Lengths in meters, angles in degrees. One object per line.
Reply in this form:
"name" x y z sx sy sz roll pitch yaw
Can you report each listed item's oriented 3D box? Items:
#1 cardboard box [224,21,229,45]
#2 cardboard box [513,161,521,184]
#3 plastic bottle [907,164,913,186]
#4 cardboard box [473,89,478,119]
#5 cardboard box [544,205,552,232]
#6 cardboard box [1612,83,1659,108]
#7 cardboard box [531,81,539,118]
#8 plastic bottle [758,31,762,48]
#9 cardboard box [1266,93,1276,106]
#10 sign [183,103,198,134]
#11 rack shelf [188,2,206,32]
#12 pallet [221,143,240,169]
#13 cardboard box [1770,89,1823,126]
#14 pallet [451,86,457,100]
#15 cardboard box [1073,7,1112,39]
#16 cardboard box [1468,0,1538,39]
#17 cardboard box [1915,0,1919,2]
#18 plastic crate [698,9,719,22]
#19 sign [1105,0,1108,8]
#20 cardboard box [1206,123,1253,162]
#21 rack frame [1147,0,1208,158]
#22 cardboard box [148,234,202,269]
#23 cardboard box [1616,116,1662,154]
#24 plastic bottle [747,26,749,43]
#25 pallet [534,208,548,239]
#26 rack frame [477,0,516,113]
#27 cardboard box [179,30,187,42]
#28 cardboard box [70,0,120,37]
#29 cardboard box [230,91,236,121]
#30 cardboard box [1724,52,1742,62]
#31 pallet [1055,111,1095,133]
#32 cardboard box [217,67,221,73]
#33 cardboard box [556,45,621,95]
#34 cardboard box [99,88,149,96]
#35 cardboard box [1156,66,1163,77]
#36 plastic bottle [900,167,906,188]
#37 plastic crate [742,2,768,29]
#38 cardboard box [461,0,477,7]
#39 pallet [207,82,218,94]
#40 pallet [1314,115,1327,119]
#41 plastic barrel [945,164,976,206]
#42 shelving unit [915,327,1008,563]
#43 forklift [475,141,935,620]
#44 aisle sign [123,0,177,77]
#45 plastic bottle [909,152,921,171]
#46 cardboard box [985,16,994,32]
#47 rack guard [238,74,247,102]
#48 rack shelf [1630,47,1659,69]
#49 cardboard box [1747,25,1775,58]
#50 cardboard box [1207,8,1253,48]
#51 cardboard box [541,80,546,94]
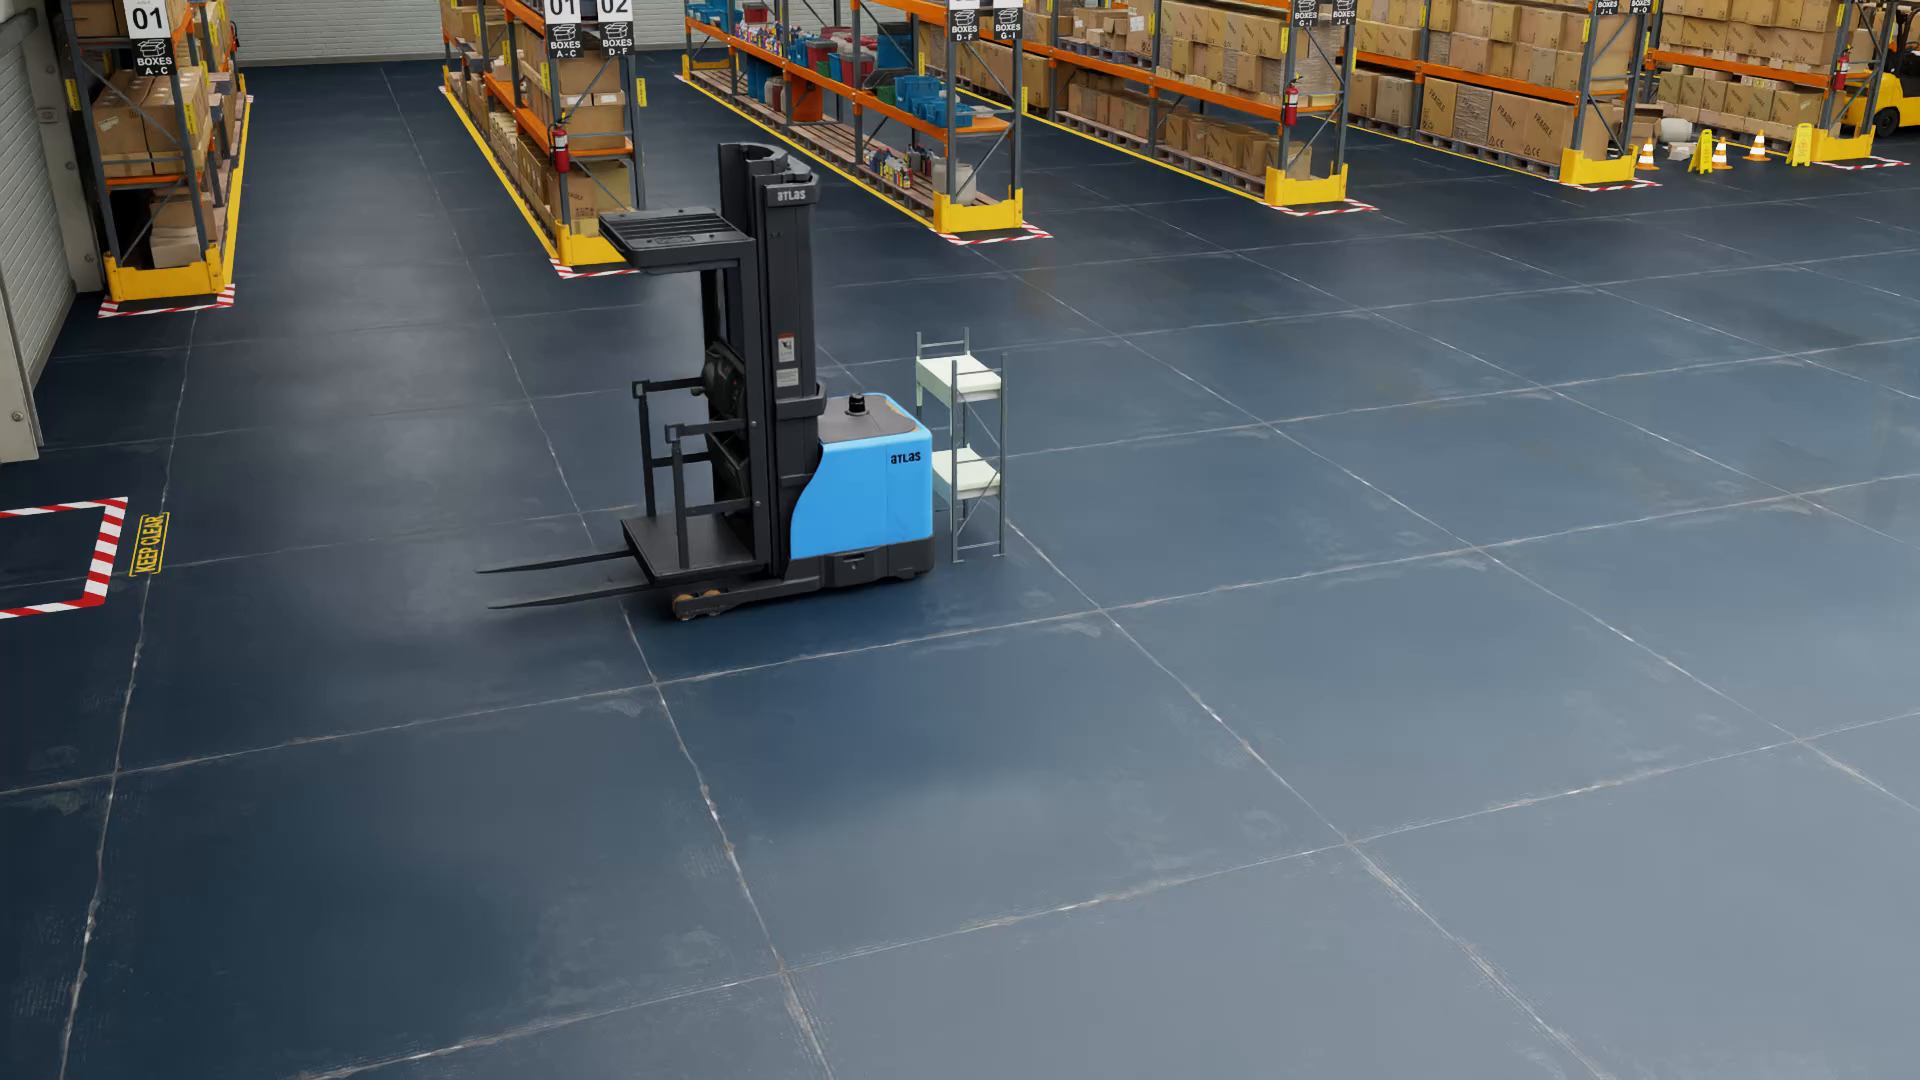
"cardboard box" -13.893 -9.380 30.257 0.980 0.700 0.700 -10 25 -22
"cardboard box" -6.156 -5.325 24.022 0.500 0.250 0.500 -9 24 -20
"plastic bottle" -0.713 -5.181 23.611 0.061 0.283 0.133 -8 24 -19
"cardboard box" -8.253 -7.661 29.217 0.500 0.500 0.500 -8 24 -18
"cardboard box" -4.979 -4.095 21.104 0.500 0.250 0.500 -8 24 -19
"cardboard box" 12.614 -8.178 30.634 0.950 0.372 0.625 -8 24 -18
"cardboard box" -5.383 -5.983 22.454 0.700 0.500 0.500 -9 24 -20
"plastic bottle" -3.574 -8.985 29.856 0.061 0.283 0.133 -8 24 -19
"cardboard box" 4.562 -6.243 23.523 0.380 0.149 0.250 -8 24 -19
"sign" -8.451 -4.627 18.251 0.100 0.325 0.005 -8 24 -19
"rack shelf" -11.078 -7.384 22.972 1.077 0.370 4.000 -8 24 -19
"pallet" -11.993 -6.072 26.385 1.003 0.211 1.213 -8 24 -19
"cardboard box" 13.688 -7.079 27.218 0.500 0.500 0.500 -8 24 -19
"pallet" -9.668 -9.046 33.440 1.003 0.211 1.213 -8 24 -19
"cardboard box" 2.346 -9.148 29.423 0.500 0.500 0.500 -12 25 -25
"cardboard box" 8.670 -8.318 26.541 0.875 0.550 0.550 -8 24 -19
"cardboard box" 17.549 -9.732 30.130 0.380 0.149 0.250 -8 24 -18
"plastic crate" -5.098 -10.663 33.826 0.416 0.233 0.300 -8 24 -19
"sign" 2.622 -9.674 29.952 0.100 0.325 0.005 -8 24 -19
"cardboard box" 4.137 -6.115 25.573 0.500 0.500 0.500 -11 25 -24
"rack frame" 3.530 -7.646 26.528 1.000 3.000 0.127 -8 24 -19
"cardboard box" -9.119 -3.381 19.305 0.500 0.311 0.500 -11 25 -25
"cardboard box" 11.226 -6.692 27.481 0.637 0.503 0.797 12 26 27
"plastic bottle" -3.885 -9.305 30.614 0.061 0.283 0.133 -8 24 -19
"pallet" -5.062 -4.264 22.095 1.003 0.211 1.213 -8 24 -19
"rack frame" -7.152 -7.741 26.755 1.000 3.000 0.127 -8 24 -19
"cardboard box" -11.507 -7.372 24.348 0.380 0.149 0.250 -13 26 -28
"cardboard box" -9.343 -5.708 17.914 0.500 0.500 0.500 -7 24 -15
"cardboard box" -12.846 -7.498 28.405 0.750 0.750 0.750 -8 24 -18
"cardboard box" 13.171 -8.177 28.113 0.380 0.149 0.250 -8 24 -19
"pallet" 2.392 -7.530 29.844 1.003 0.211 1.213 -8 24 -19
"cardboard box" -11.780 -7.306 26.020 0.380 0.149 0.250 -8 24 -17
"cardboard box" -4.497 -5.669 20.039 0.700 0.500 0.500 -8 24 -19
"cardboard box" -9.679 -4.953 19.340 0.500 0.500 0.500 -9 24 -20
"cardboard box" 3.325 -7.411 26.293 0.380 0.149 0.250 -8 24 -19
"plastic bottle" -0.807 -5.111 23.445 0.061 0.283 0.133 -8 24 -18
"plastic crate" -4.010 -10.289 32.640 0.402 0.464 0.583 -8 24 -19
"cardboard box" -8.985 -9.850 30.341 0.500 0.500 0.500 -8 24 -19
"pallet" -11.047 -6.258 23.483 1.003 0.211 1.213 -8 24 -19
"pallet" 7.001 -8.161 31.341 1.003 0.211 1.213 -8 24 -19
"plastic barrel" 0.006 -4.788 22.411 0.421 0.512 0.421 0 23 0
"shelving unit" 0.002 -0.689 11.953 0.431 1.500 0.755 -8 24 -19
"forklift" -1.744 -1.053 10.974 3.031 2.935 1.130 -9 24 -20
"aisle sign" -8.652 -5.366 17.773 0.394 0.787 0.004 -8 24 -19
"plastic bottle" -0.668 -5.620 24.662 0.152 0.276 0.135 -8 24 -19
"cardboard box" 0.811 -10.215 32.494 0.500 0.500 0.500 -8 24 -19
"rack guard" -14.619 -8.824 32.542 1.175 0.500 0.348 -8 24 -19
"rack shelf" 12.095 -9.401 31.618 1.077 0.370 4.000 -8 24 -19
"cardboard box" 13.419 -8.259 27.472 0.500 0.500 0.500 -8 24 -19
"cardboard box" 3.993 -7.548 24.497 0.500 0.500 0.500 -8 24 -19
"cardboard box" -5.097 -5.762 21.096 0.380 0.149 0.250 -8 24 -18
